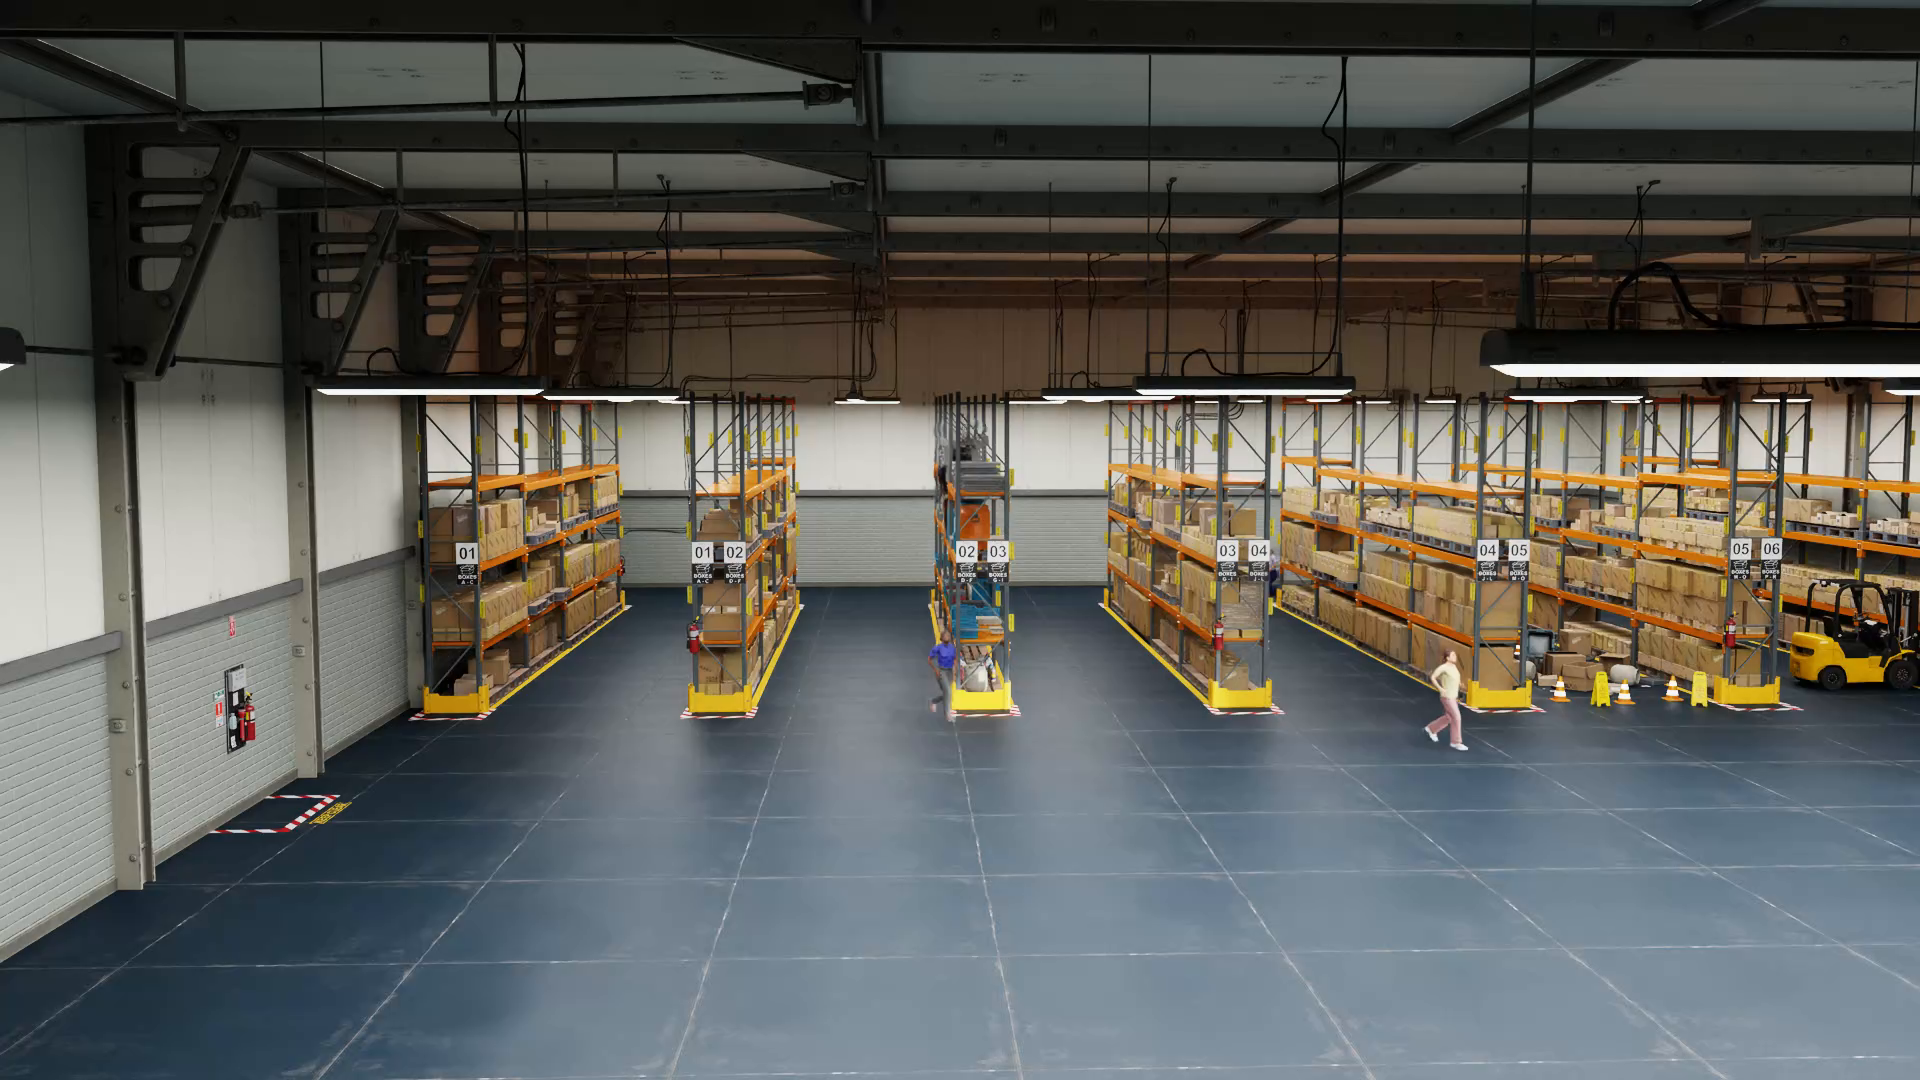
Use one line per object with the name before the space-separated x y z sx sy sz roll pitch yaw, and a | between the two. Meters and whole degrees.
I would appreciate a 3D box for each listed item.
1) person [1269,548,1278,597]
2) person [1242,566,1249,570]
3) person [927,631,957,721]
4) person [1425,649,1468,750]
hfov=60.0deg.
person | 9.033 1.021 48.982 0.739 1.576 0.918 -1 5 -10
person | 8.027 1.056 47.908 0.899 1.723 0.699 -5 6 -45
person | -0.295 2.482 30.567 0.595 1.643 0.749 -4 6 -40
person | 8.179 2.652 27.947 0.822 1.675 0.591 4 6 43
